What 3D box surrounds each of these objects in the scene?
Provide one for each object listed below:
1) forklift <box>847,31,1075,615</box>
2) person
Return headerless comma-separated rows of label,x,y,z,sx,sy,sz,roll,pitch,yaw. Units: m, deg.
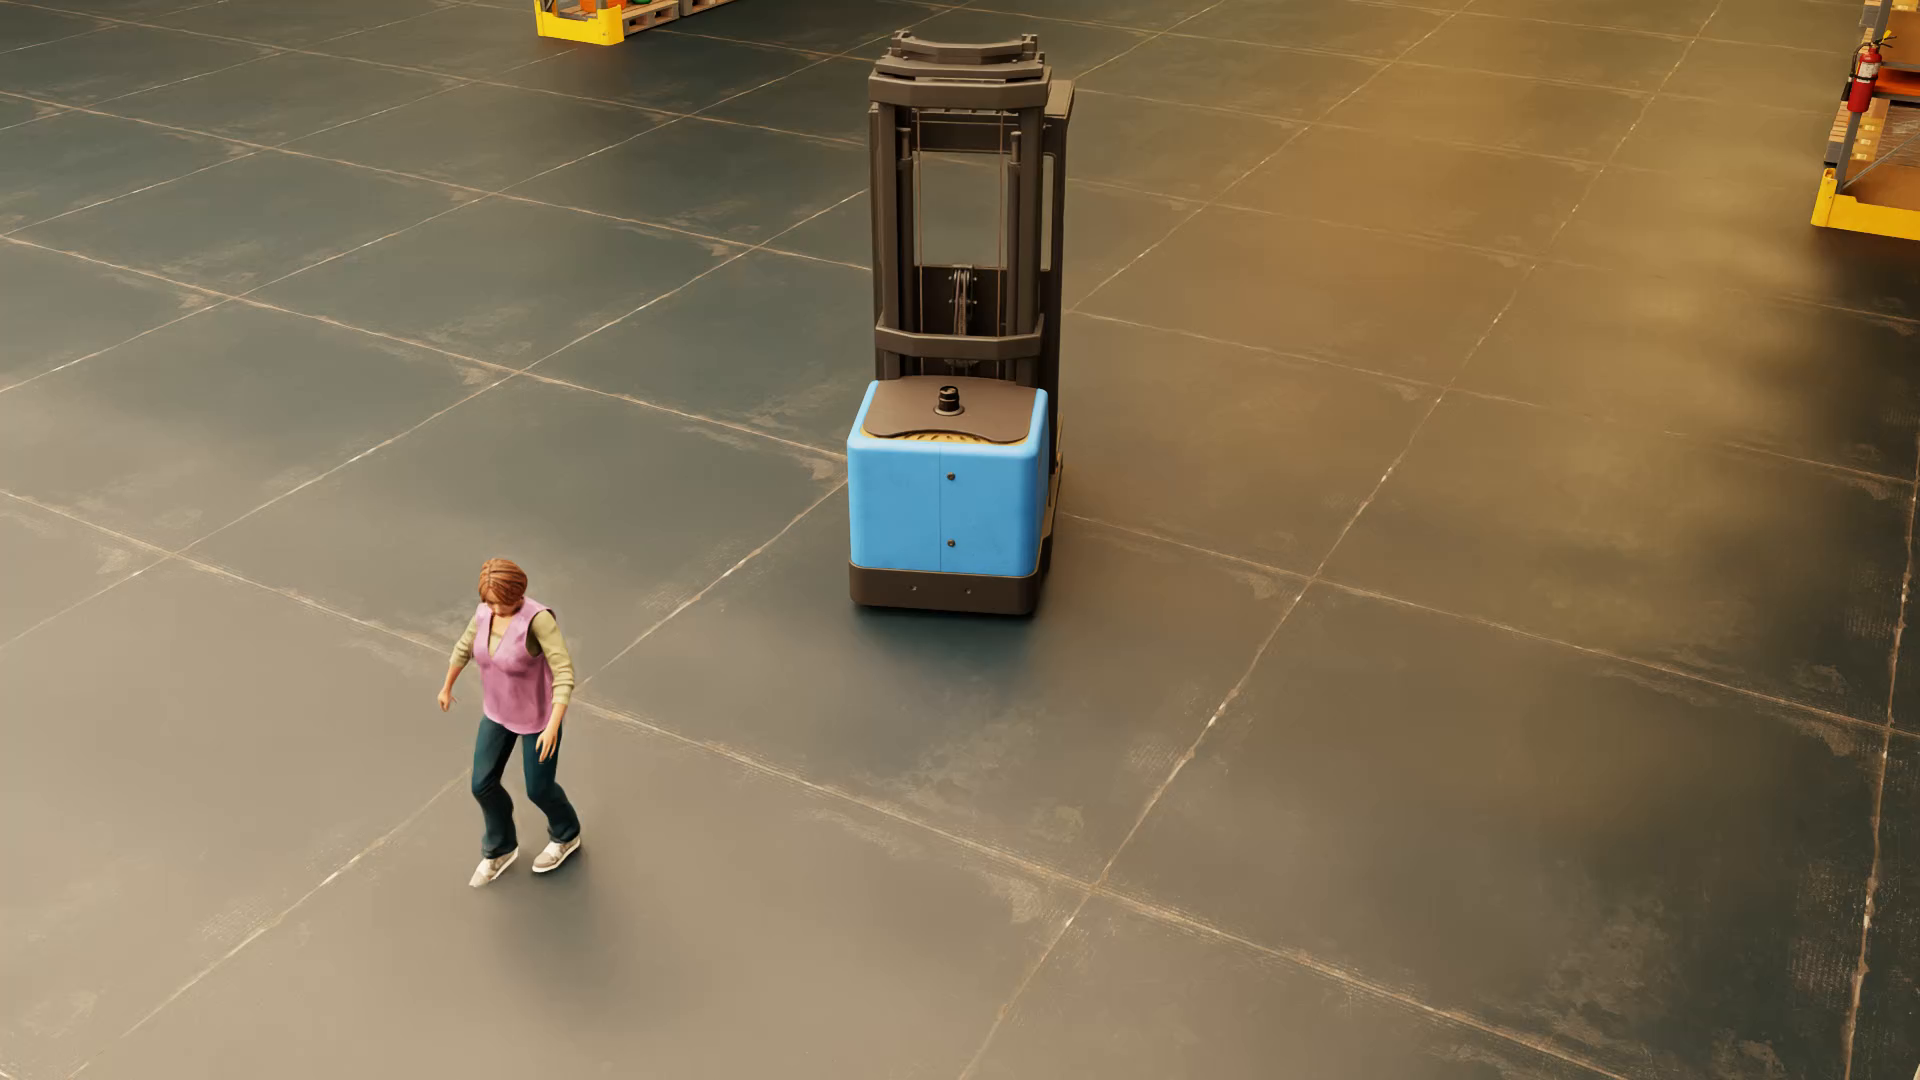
forklift,0.072,-1.572,9.794,1.130,2.935,3.031,3,30,6
person,-1.908,0.800,7.087,0.823,1.617,0.490,16,34,25
